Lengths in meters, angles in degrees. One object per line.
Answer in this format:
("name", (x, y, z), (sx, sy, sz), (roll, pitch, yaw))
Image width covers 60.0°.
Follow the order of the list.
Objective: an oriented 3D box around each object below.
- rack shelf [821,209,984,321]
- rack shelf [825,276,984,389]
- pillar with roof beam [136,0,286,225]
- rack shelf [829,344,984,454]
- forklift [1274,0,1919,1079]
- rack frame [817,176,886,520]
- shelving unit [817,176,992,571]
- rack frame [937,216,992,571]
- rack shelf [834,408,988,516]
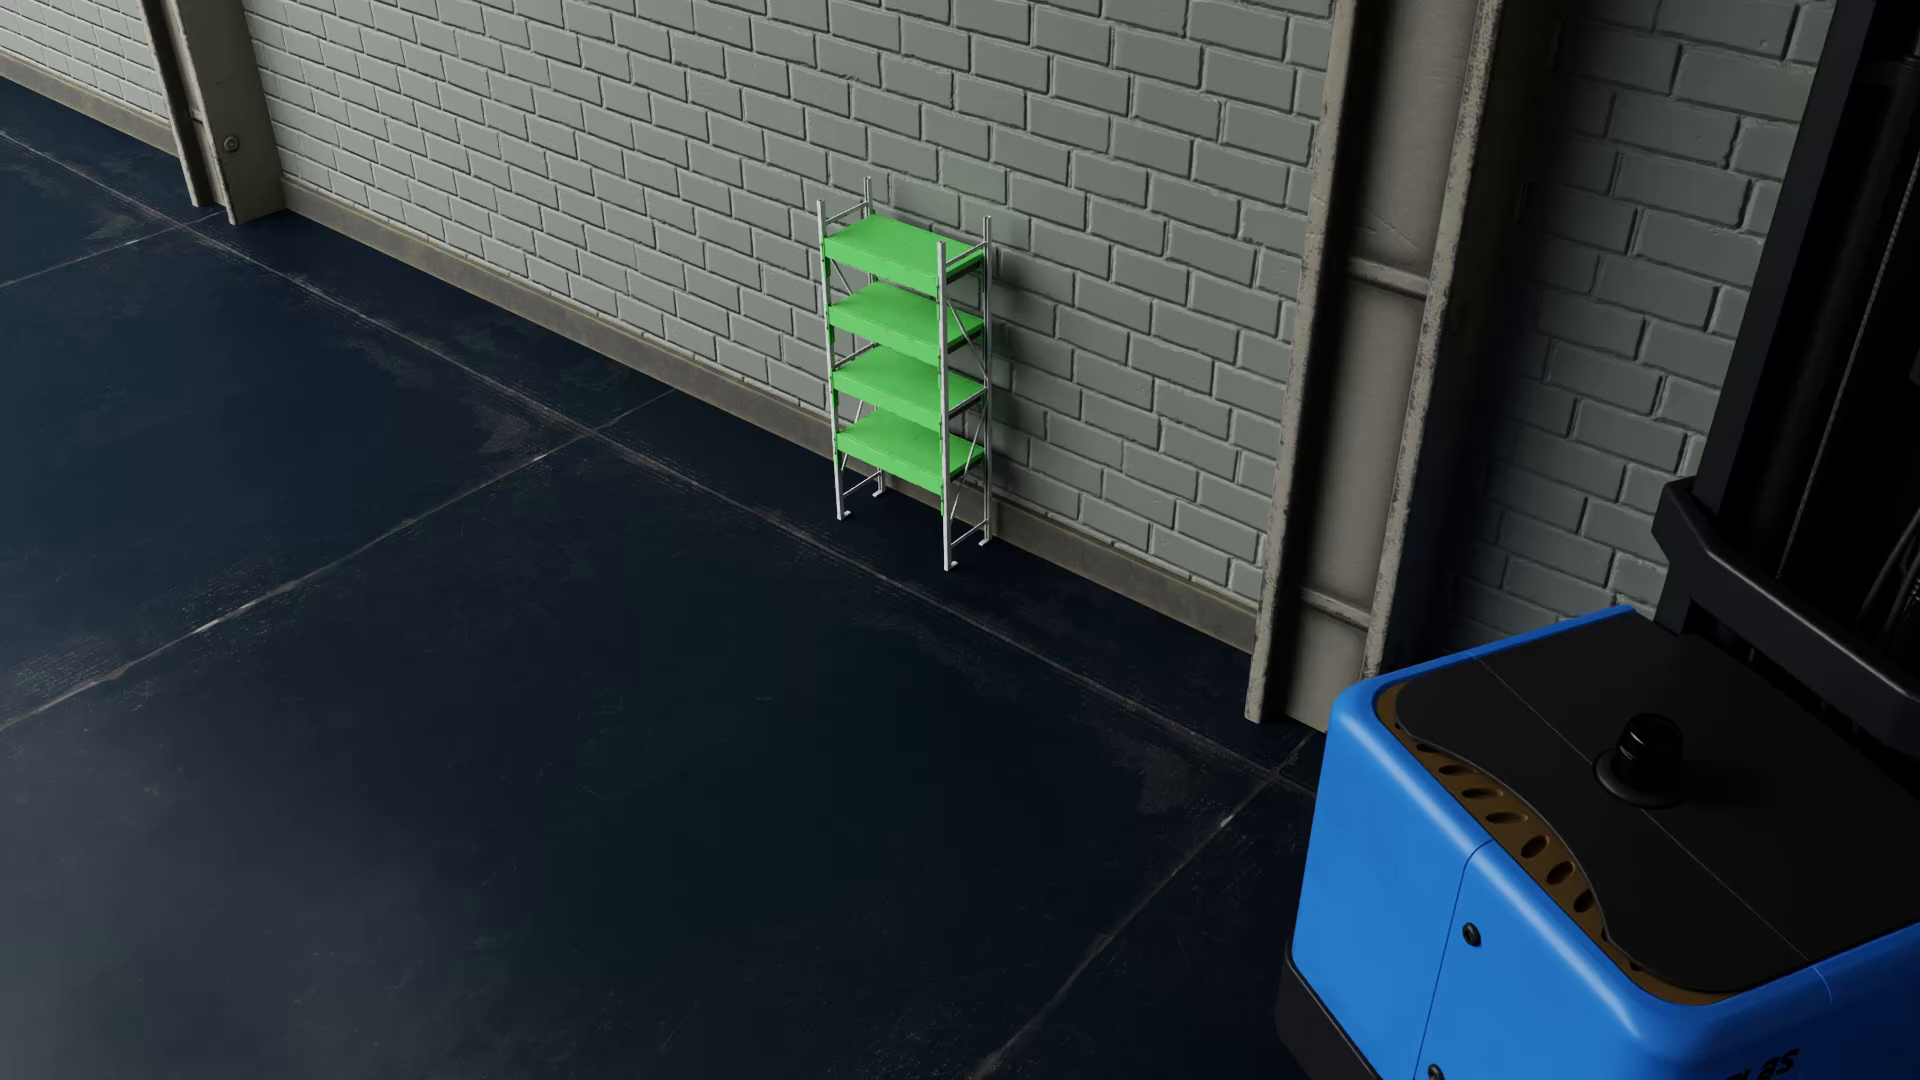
("rack shelf", (-0.172, -0.868, 5.215), (0.480, 0.148, 0.258), (25, 43, 31))
("rack shelf", (-0.169, -0.672, 5.354), (0.480, 0.148, 0.258), (25, 43, 31))
("pillar with roof beam", (-6.266, -3.476, 2.863), (0.400, 9.000, 9.100), (25, 42, 32))
("rack shelf", (-0.167, -0.476, 5.492), (0.480, 0.148, 0.258), (25, 43, 31))
("forklift", (2.312, -0.095, 3.299), (3.031, 2.935, 1.130), (-14, 37, -19))
("rack frame", (-0.356, -0.616, 5.583), (0.015, 1.200, 0.240), (25, 43, 31))
("shelving unit", (-0.167, -0.529, 5.455), (0.503, 1.200, 0.258), (25, 43, 31))
("rack frame", (0.022, -0.441, 5.328), (0.015, 1.200, 0.240), (25, 43, 31))
("rack shelf", (-0.164, -0.281, 5.631), (0.480, 0.148, 0.258), (25, 43, 31))
